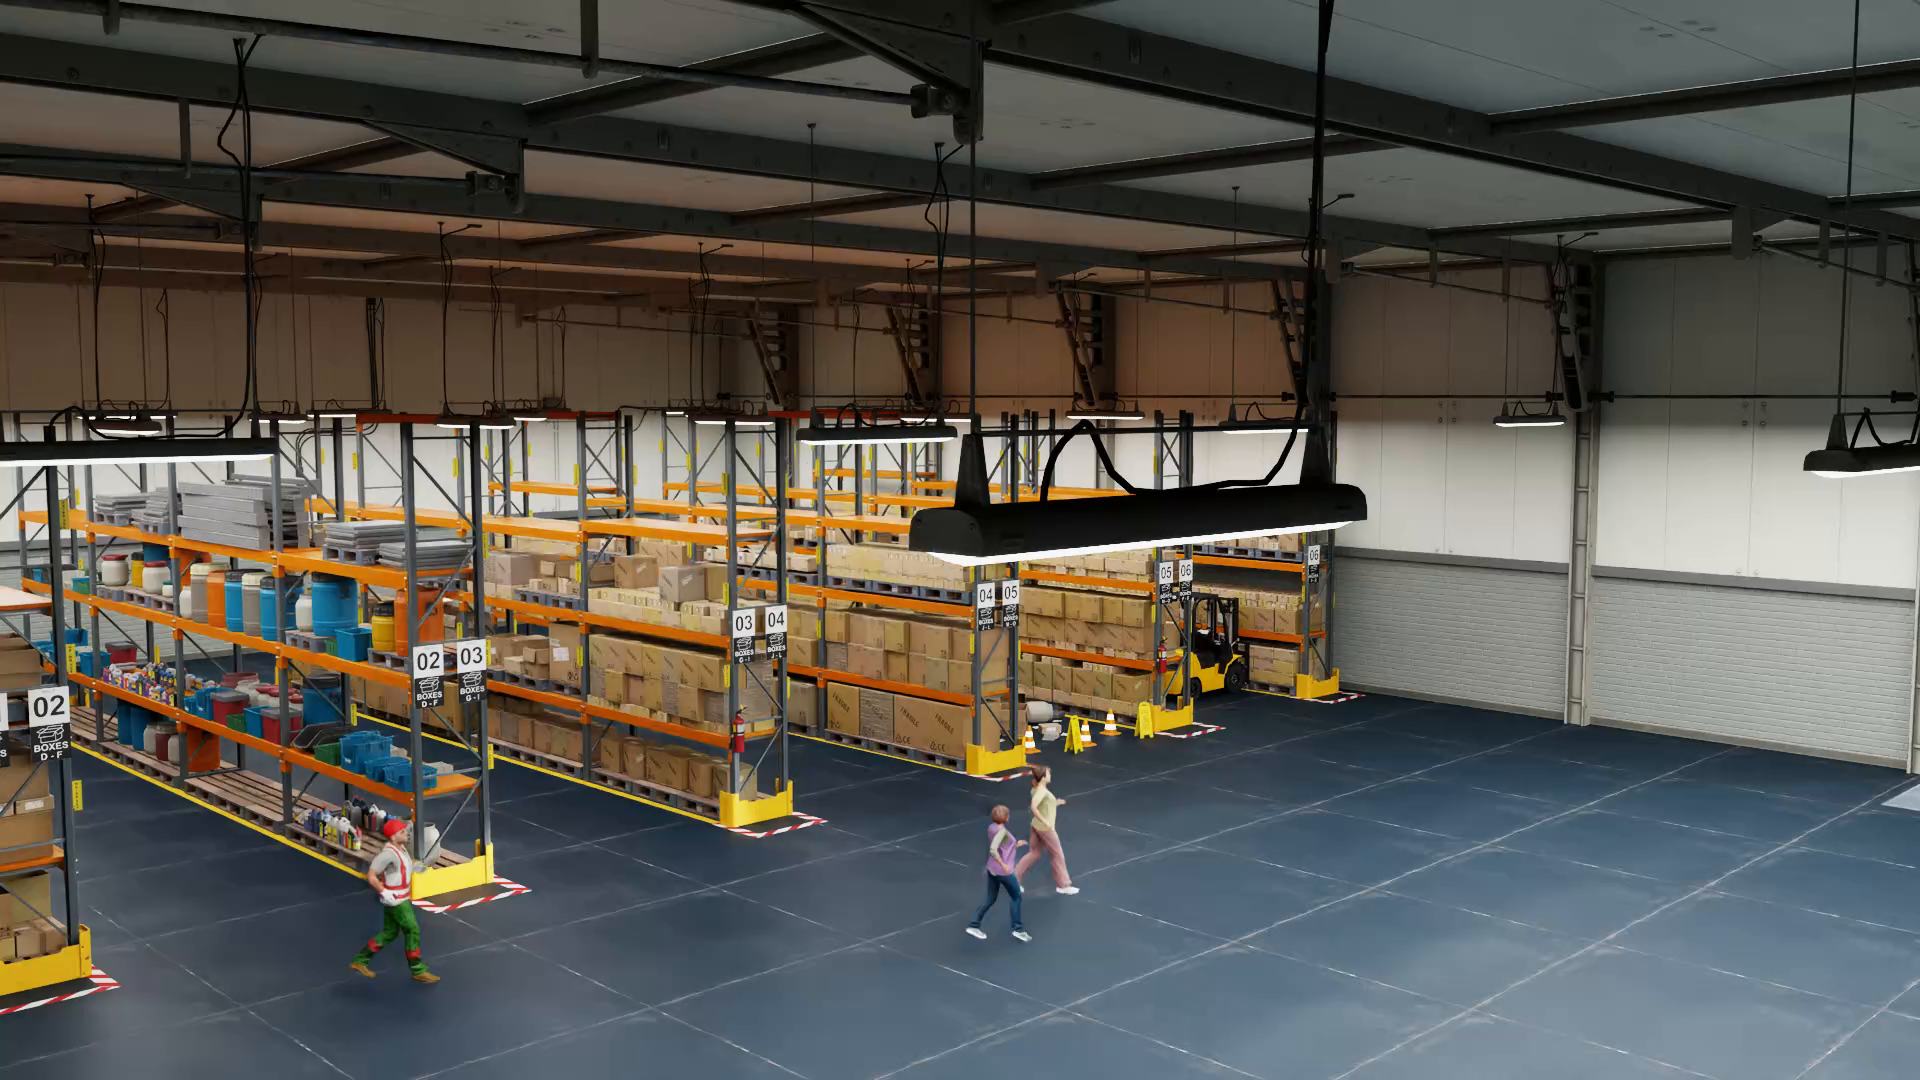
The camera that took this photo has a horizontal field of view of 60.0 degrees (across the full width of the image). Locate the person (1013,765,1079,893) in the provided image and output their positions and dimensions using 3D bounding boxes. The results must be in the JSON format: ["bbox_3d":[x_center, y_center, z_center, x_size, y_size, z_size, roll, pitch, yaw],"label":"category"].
[{"bbox_3d":[1.036,3.652,20.949,0.967,1.659,0.572,-2,5,-19],"label":"person"}]

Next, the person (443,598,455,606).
[{"bbox_3d":[-11.987,2.156,38.420,0.795,1.738,0.687,-2,5,-26],"label":"person"}]

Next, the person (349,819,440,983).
[{"bbox_3d":[-6.095,3.879,17.876,0.929,1.802,0.634,-1,5,-15],"label":"person"}]

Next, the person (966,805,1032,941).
[{"bbox_3d":[0.452,3.863,19.155,0.783,1.615,0.518,-2,6,-26],"label":"person"}]
